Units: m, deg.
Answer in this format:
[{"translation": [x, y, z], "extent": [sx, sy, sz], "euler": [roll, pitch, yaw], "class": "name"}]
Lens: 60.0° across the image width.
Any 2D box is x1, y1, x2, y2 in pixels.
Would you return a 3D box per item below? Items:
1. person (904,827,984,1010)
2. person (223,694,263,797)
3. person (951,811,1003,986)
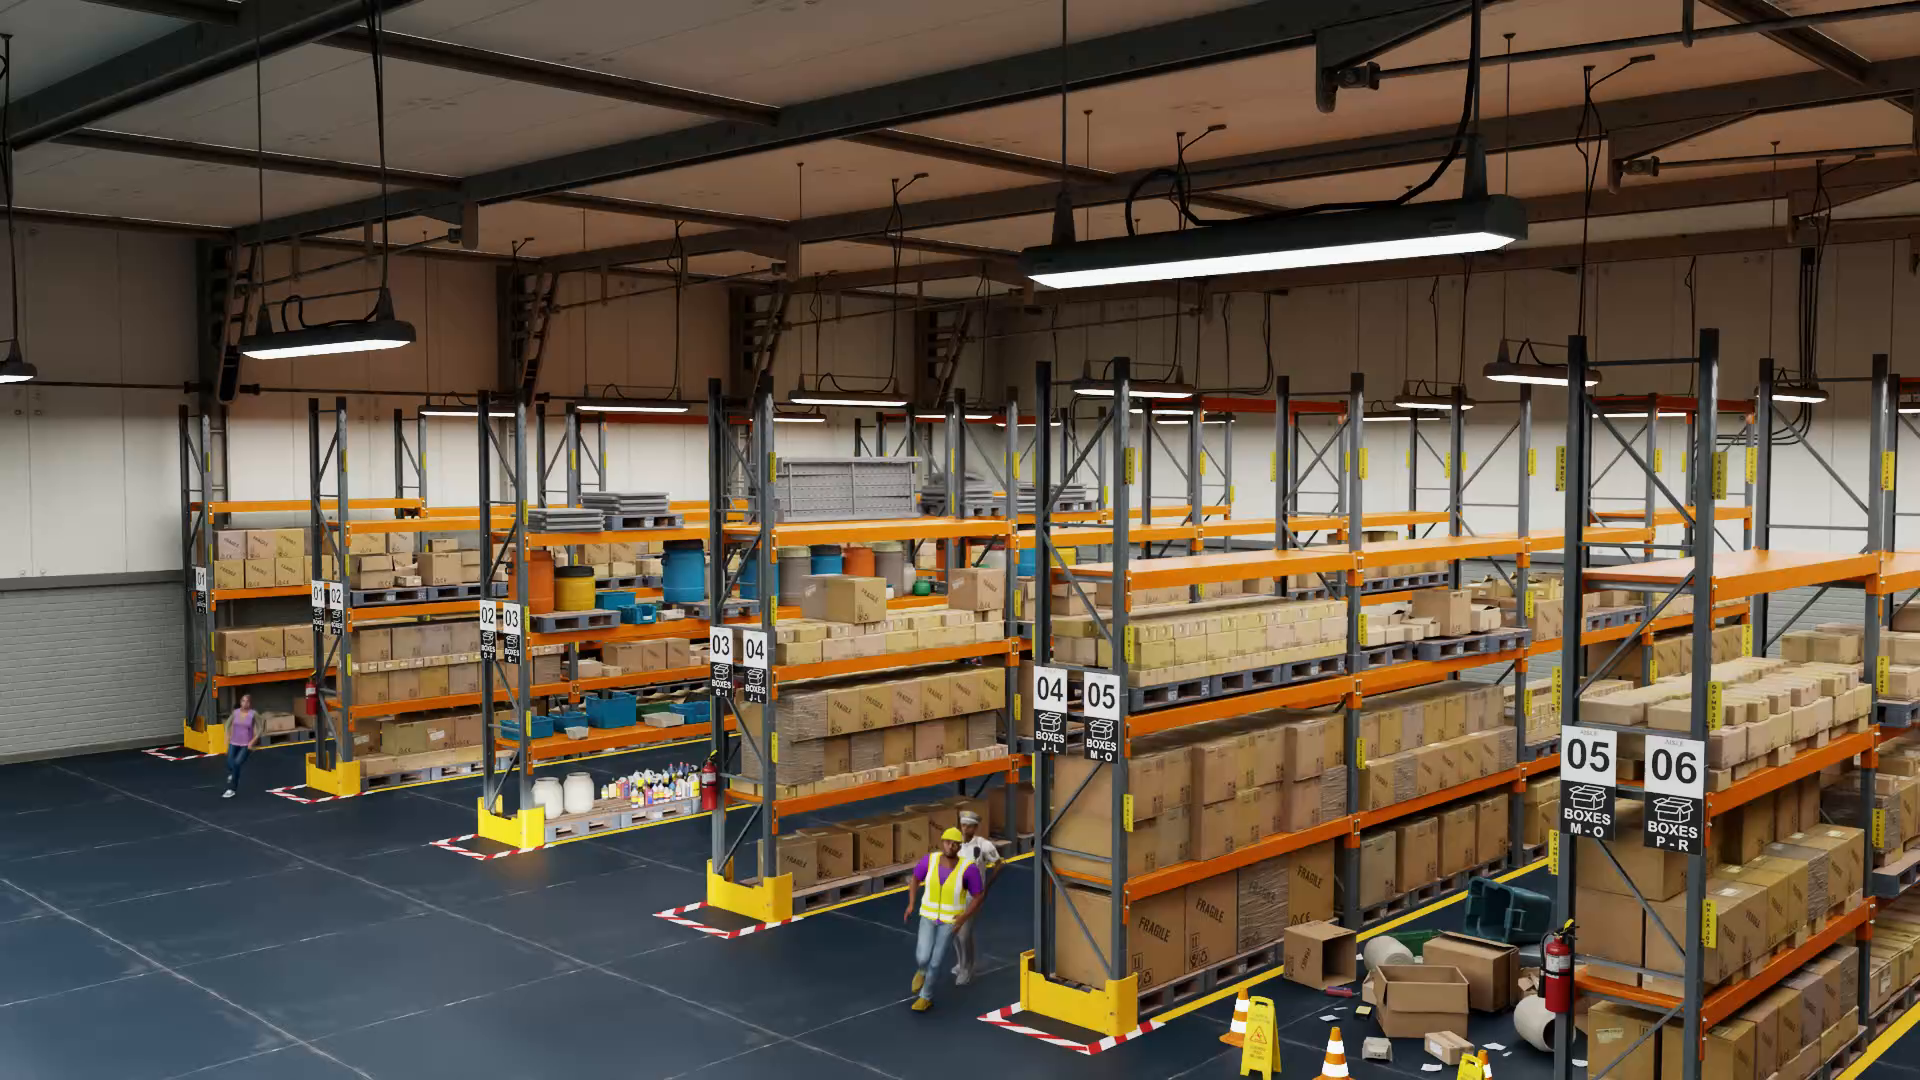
[{"translation": [-0.166, 3.506, 15.377], "extent": [0.747, 1.693, 0.530], "euler": [1, 3, 11], "class": "person"}, {"translation": [-10.793, 3.084, 25.038], "extent": [0.569, 1.522, 0.500], "euler": [-1, 3, -10], "class": "person"}, {"translation": [0.059, 3.474, 16.198], "extent": [0.560, 1.719, 0.639], "euler": [1, 3, 26], "class": "person"}]
